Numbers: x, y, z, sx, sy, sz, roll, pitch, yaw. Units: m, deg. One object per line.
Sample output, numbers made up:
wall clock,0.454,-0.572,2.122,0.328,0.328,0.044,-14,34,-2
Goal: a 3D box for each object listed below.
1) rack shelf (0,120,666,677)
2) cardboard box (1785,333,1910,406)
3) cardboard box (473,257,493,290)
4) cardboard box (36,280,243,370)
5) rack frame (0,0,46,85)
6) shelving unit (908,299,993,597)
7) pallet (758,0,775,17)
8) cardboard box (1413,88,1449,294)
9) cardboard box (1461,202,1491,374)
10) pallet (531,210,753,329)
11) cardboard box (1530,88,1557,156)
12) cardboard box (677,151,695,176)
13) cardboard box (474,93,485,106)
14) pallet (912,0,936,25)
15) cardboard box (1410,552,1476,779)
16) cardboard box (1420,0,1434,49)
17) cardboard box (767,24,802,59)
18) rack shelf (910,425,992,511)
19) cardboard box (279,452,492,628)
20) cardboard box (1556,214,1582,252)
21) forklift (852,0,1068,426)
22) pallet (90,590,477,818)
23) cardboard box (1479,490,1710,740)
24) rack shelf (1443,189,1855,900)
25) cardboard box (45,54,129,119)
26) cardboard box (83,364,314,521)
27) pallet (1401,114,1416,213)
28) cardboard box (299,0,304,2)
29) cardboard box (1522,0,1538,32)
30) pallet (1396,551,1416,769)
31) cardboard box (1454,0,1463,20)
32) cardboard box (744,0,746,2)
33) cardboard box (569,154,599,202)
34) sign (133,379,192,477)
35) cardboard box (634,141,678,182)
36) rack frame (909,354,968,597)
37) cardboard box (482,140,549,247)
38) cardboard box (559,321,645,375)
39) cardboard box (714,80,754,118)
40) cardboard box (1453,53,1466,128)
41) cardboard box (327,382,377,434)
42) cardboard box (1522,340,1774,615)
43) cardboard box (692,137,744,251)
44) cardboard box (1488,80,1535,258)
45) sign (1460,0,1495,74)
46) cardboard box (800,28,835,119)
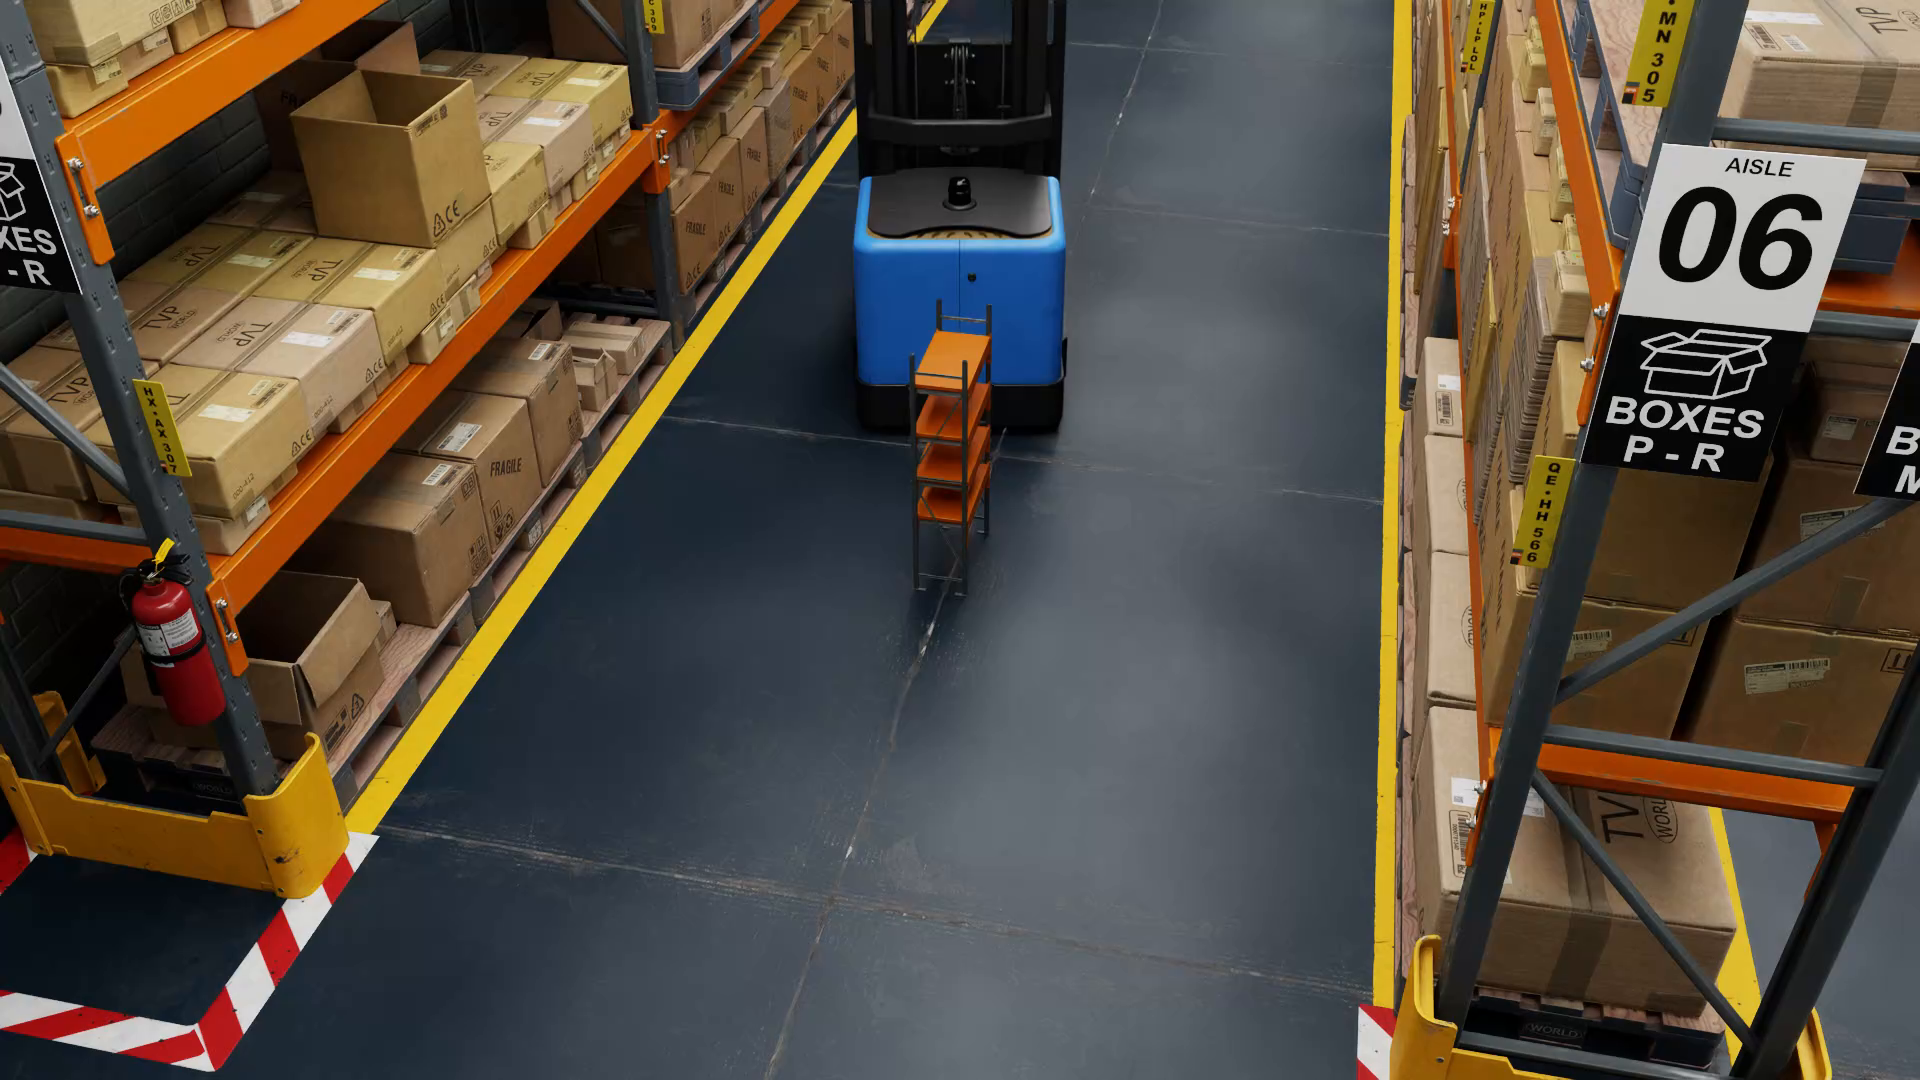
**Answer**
rack shelf,-2.459,-0.901,7.049,1.077,0.370,4.000,7,37,10
cardboard box,2.296,-0.461,4.340,0.380,0.149,0.250,8,37,11
cardboard box,-2.200,-1.140,6.981,0.380,0.149,0.250,7,37,10
cardboard box,-2.936,-0.697,6.030,0.500,0.250,0.500,7,37,10
rack frame,-2.886,-2.474,3.496,1.000,3.000,0.127,7,37,10
shelving unit,-0.035,-0.391,7.267,0.258,1.200,0.503,7,37,10
pallet,-1.588,-3.438,10.102,1.003,0.211,1.213,7,37,10
cardboard box,3.058,-1.912,9.285,0.875,0.875,0.875,8,37,11
cardboard box,2.238,-0.950,6.420,0.500,0.500,0.500,8,37,10
pallet,-1.895,-1.680,9.889,1.003,0.211,1.213,7,37,10
cardboard box,2.153,-1.407,5.645,0.380,0.149,0.250,7,37,10
cardboard box,-1.712,-2.100,9.311,0.380,0.149,0.250,6,36,9
cardboard box,-2.502,-1.860,7.634,0.500,0.250,0.500,7,37,10
pallet,-0.701,-4.667,14.009,1.003,0.211,1.213,7,37,10
cardboard box,2.194,0.526,6.294,0.875,0.438,0.875,8,37,11
cardboard box,3.953,-3.864,12.407,0.950,0.372,0.625,7,36,9
cardboard box,-1.264,-3.286,10.947,0.380,0.149,0.250,8,37,11
rack shelf,-0.035,-0.336,7.306,0.258,0.148,0.480,7,37,10
cardboard box,-2.442,-0.027,7.004,0.700,0.500,0.500,9,37,12
cardboard box,1.942,-0.810,4.822,0.380,0.149,0.250,8,37,11
forklift,-0.003,-2.594,8.831,1.130,2.935,3.031,0,36,0
pallet,-2.701,0.583,6.766,1.003,0.211,1.213,7,37,10
cardboard box,1.808,0.225,4.799,0.500,0.500,0.500,8,37,10
rack shelf,2.391,-0.280,6.194,1.077,0.370,4.000,7,37,10
cardboard box,-2.591,-1.312,4.662,0.380,0.149,0.250,8,37,11
cardboard box,-2.526,-0.331,5.525,0.500,0.250,0.500,8,37,10
pallet,3.430,-2.440,10.937,1.003,0.211,1.213,7,37,10
cardboard box,-2.287,-1.891,5.461,0.380,0.149,0.250,7,37,10
cardboard box,2.458,-2.129,6.641,0.380,0.149,0.250,8,37,11
pallet,2.321,0.538,6.827,1.003,0.211,1.213,7,37,10
cardboard box,2.972,-3.024,9.068,0.500,0.250,0.500,8,37,11
cardboard box,-1.360,-3.202,9.369,0.396,0.266,0.258,9,37,12
cardboard box,-1.920,-1.718,7.779,0.380,0.149,0.250,8,37,11
sign,-2.356,-0.328,4.909,0.100,0.325,0.005,7,37,10
cardboard box,-1.755,-2.059,9.001,0.380,0.149,0.250,7,36,9
rack frame,-0.087,-0.251,7.074,0.240,1.200,0.015,7,37,10
cardboard box,-2.114,-1.502,7.141,0.500,0.250,0.500,7,37,10
cardboard box,-1.864,-0.998,8.642,0.380,0.149,0.250,6,36,9
cardboard box,-1.478,-2.688,10.122,0.380,0.149,0.250,9,37,12
cardboard box,2.777,-2.238,8.410,0.500,0.250,0.500,7,36,9
cardboard box,-2.403,-0.541,6.155,0.380,0.149,0.250,8,37,11
cardboard box,1.834,-0.177,4.501,0.500,0.500,0.500,8,37,12
cardboard box,-1.605,-2.052,9.797,0.500,0.500,0.500,7,36,9
cardboard box,2.245,-1.340,6.106,0.500,0.500,0.500,8,37,11
sign,2.286,-2.218,7.334,0.100,0.325,0.005,7,37,10
cardboard box,-1.175,-3.235,11.429,0.500,0.500,0.500,7,36,9
